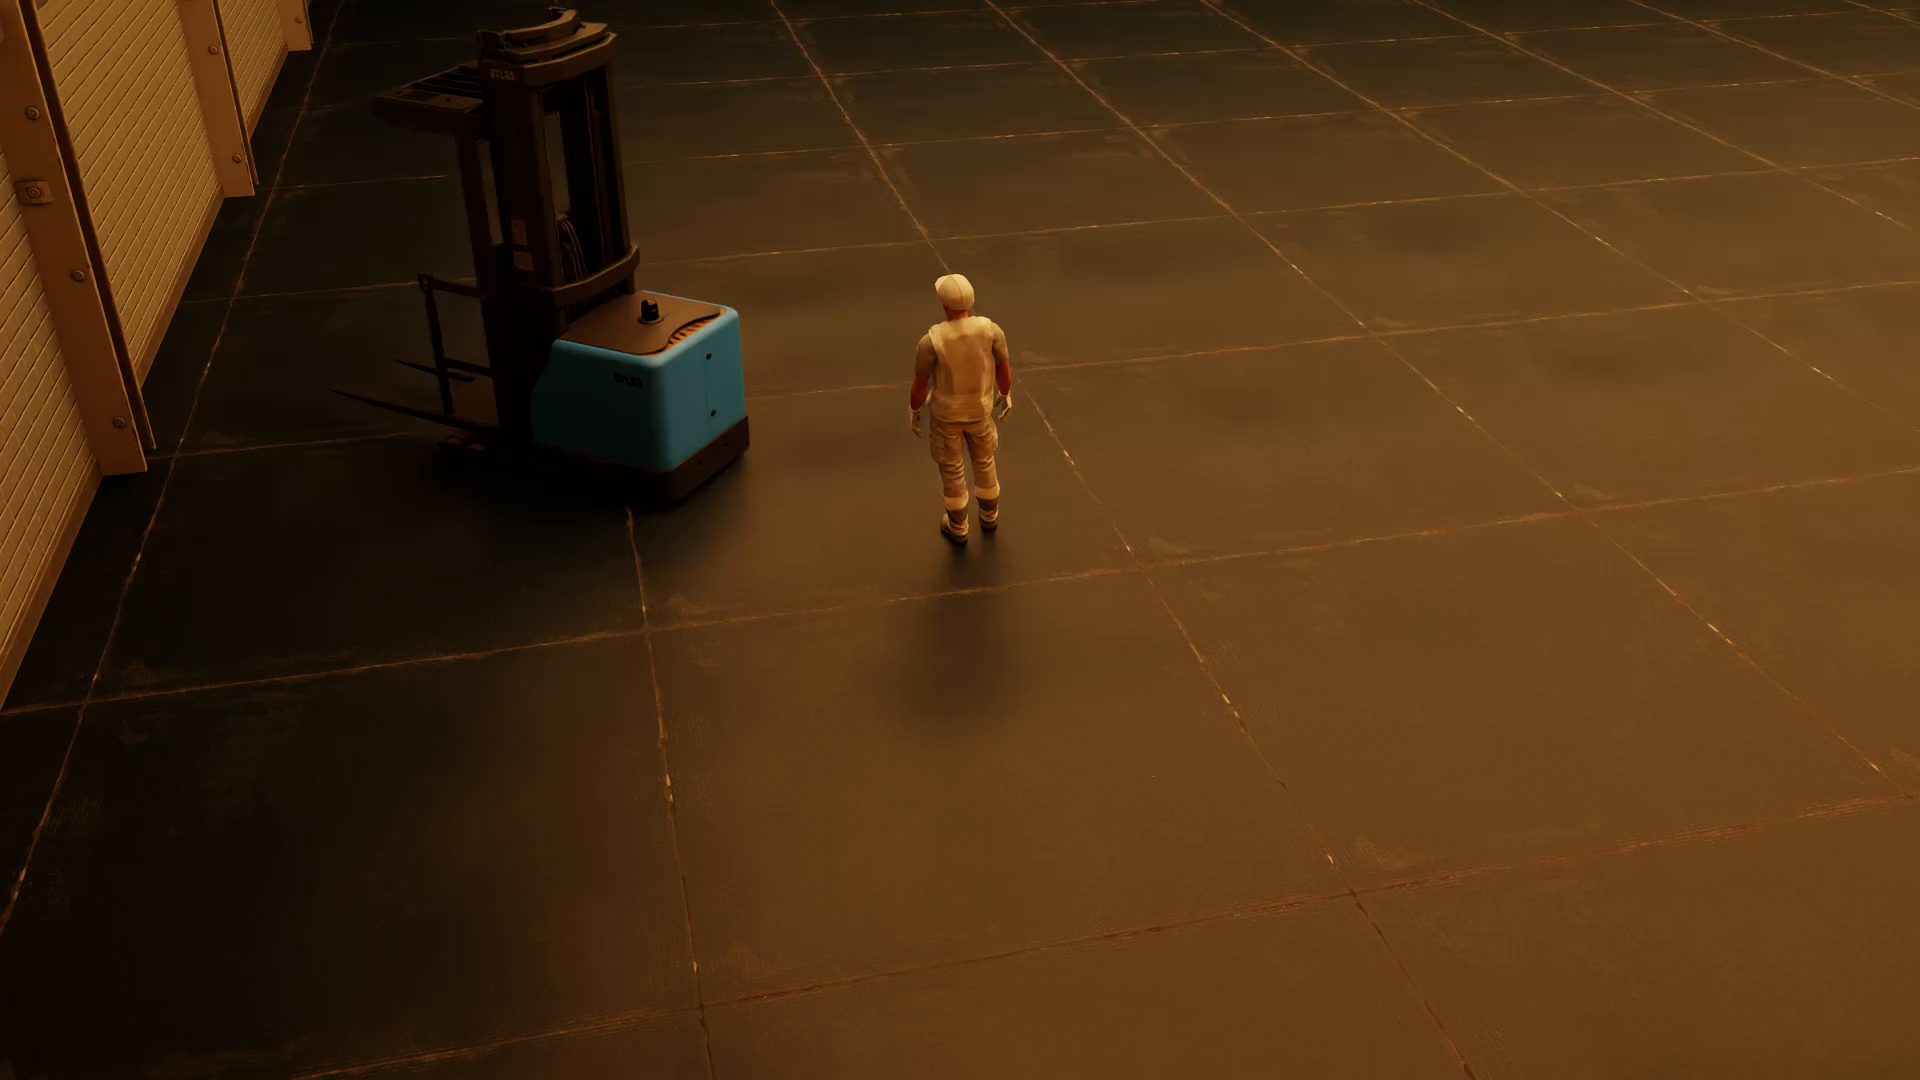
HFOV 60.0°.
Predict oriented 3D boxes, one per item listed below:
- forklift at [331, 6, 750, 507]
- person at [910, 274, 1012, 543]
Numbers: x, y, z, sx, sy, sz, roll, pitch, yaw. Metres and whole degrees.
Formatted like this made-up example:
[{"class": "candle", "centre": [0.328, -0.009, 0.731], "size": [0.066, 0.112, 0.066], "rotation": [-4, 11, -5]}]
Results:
[{"class": "forklift", "centre": [-3.006, -1.981, 10.997], "size": [3.031, 2.935, 1.130], "rotation": [14, 33, 22]}, {"class": "person", "centre": [-0.009, -0.821, 10.119], "size": [0.638, 1.789, 0.562], "rotation": [-7, 31, -12]}]
